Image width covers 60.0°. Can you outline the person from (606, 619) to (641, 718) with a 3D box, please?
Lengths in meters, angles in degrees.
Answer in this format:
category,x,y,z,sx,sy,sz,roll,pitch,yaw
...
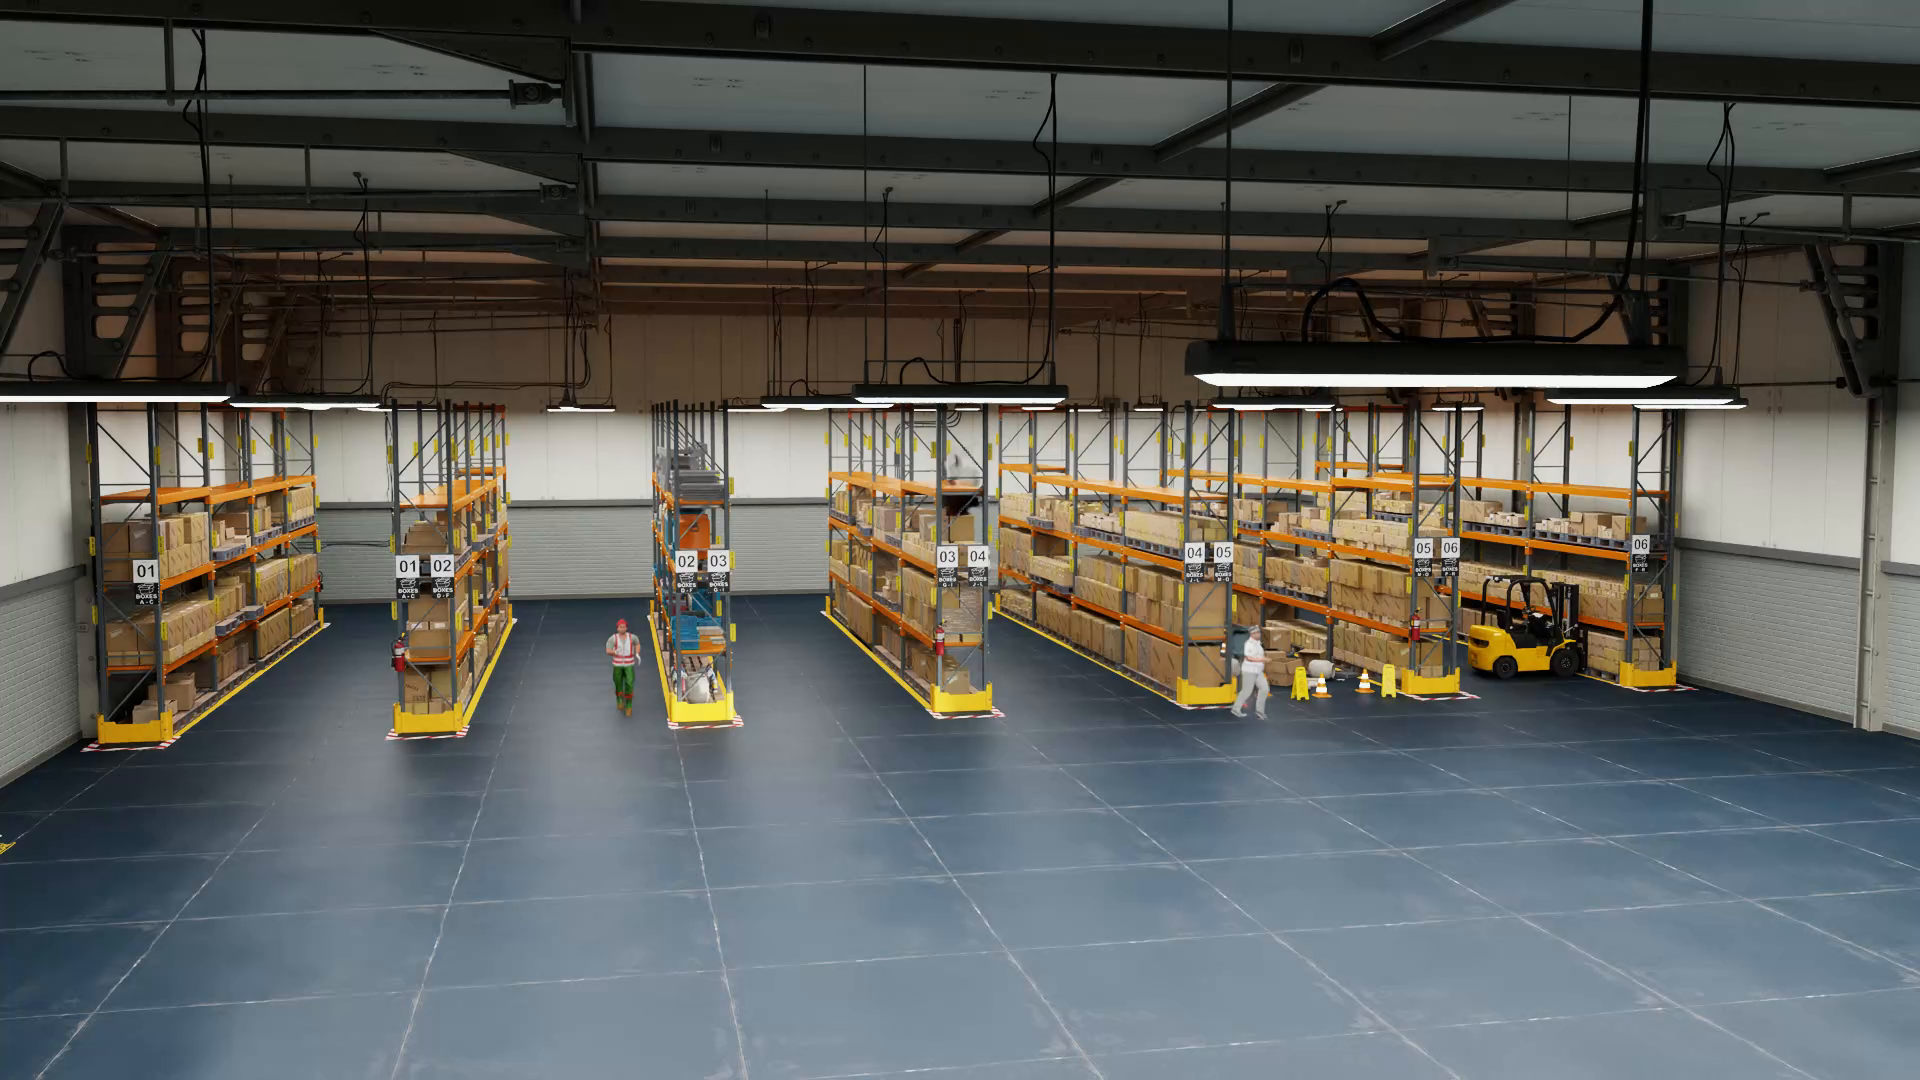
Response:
category,x,y,z,sx,sy,sz,roll,pitch,yaw
person,-6.416,2.421,31.719,0.653,1.827,0.871,-1,4,-11

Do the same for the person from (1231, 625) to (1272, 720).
category,x,y,z,sx,sy,sz,roll,pitch,yaw
person,5.480,2.500,31.182,0.799,1.847,0.645,3,5,32

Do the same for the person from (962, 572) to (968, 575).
category,x,y,z,sx,sy,sz,roll,pitch,yaw
person,-0.099,1.243,48.550,0.729,1.665,0.557,2,5,20

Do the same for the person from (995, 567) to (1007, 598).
category,x,y,z,sx,sy,sz,roll,pitch,yaw
person,1.323,1.179,50.001,0.561,1.589,0.676,0,4,5
